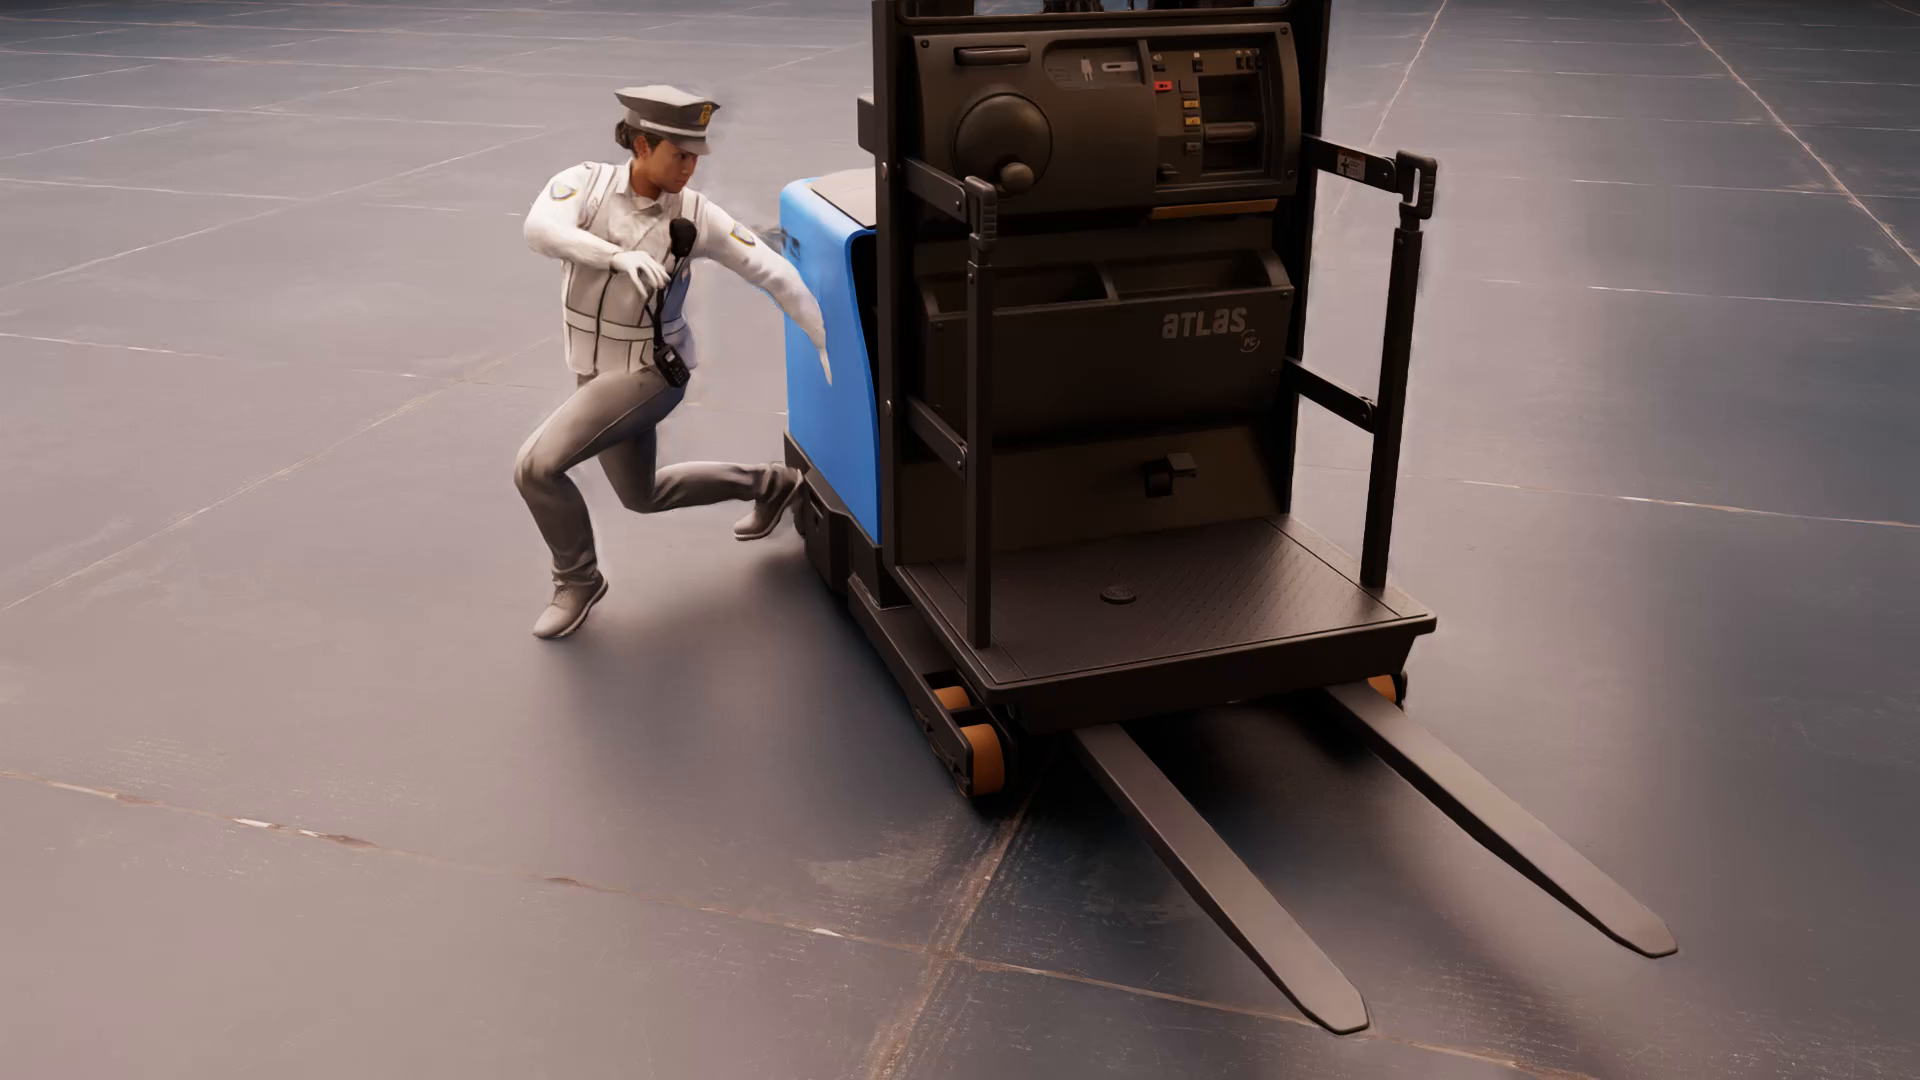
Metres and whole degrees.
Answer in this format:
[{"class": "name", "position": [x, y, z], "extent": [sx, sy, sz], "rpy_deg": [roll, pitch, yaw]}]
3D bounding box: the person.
[{"class": "person", "position": [-0.756, -0.478, 4.478], "extent": [0.670, 1.439, 0.917], "rpy_deg": [15, 27, 33]}]

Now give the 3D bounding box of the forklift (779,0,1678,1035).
[{"class": "forklift", "position": [0.419, -0.953, 3.588], "extent": [1.130, 2.935, 3.031], "rpy_deg": [-8, 24, -18]}]
